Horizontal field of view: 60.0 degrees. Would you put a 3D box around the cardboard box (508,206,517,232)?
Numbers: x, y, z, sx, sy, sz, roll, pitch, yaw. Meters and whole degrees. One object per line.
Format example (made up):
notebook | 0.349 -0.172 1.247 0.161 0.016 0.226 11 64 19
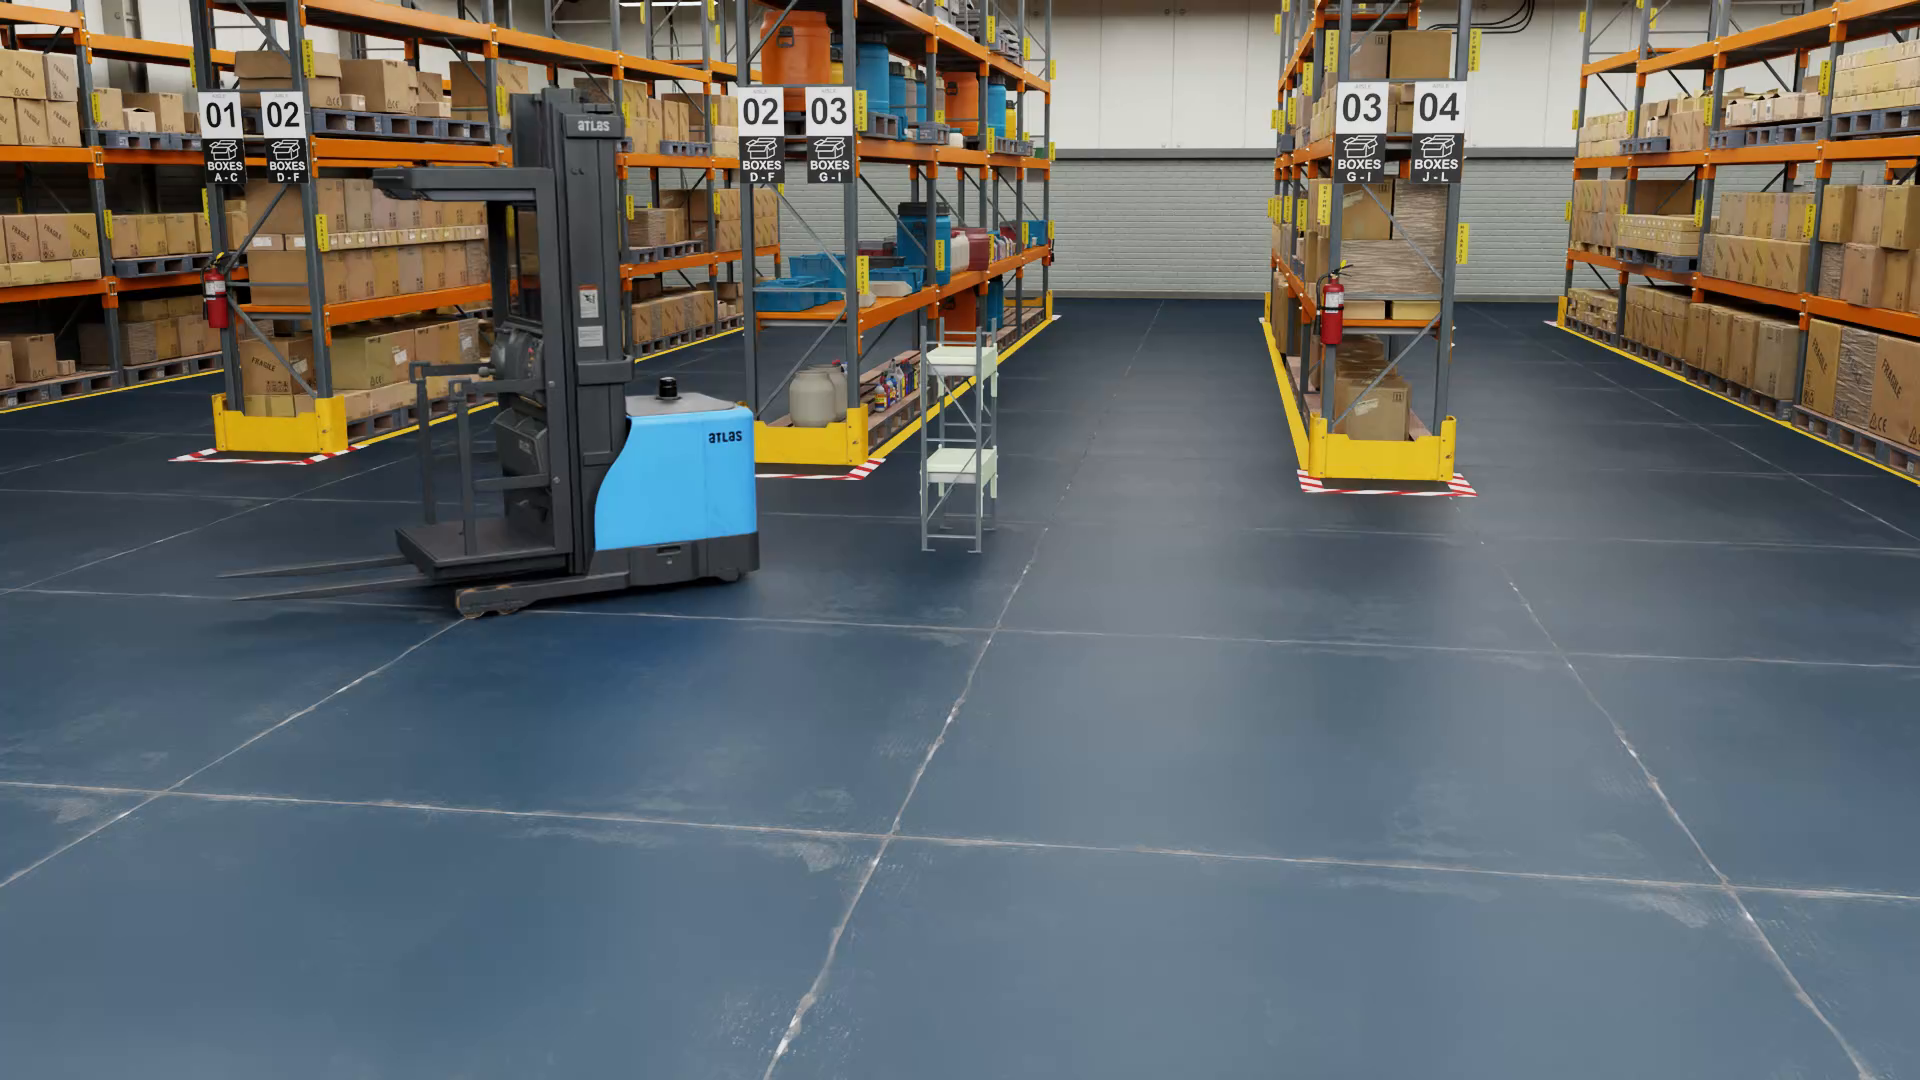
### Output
cardboard box | -8.772 -5.844 30.778 0.980 0.700 0.700 2 12 11

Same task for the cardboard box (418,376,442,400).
cardboard box | -5.735 -1.591 17.287 0.500 0.250 0.500 2 12 9

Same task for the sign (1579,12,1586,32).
sign | 10.329 -8.586 27.570 0.100 0.325 0.005 2 12 9

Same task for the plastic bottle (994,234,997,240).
plastic bottle | 0.510 -4.429 25.041 0.144 0.351 0.185 2 12 9

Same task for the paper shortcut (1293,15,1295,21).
paper shortcut | 4.433 -6.950 22.050 0.009 0.170 0.078 12 -17 6

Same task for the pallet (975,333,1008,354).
pallet | 0.125 -2.873 24.324 1.003 0.211 1.213 2 12 9

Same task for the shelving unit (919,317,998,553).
shelving unit | -0.001 -0.732 11.329 0.431 1.500 0.755 2 12 9

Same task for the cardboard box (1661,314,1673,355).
cardboard box | 9.561 -2.712 21.894 0.500 0.500 0.500 2 12 11

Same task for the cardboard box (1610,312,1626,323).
cardboard box | 9.984 -3.341 24.940 0.380 0.149 0.250 2 12 10

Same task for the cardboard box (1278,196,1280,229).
cardboard box | 5.252 -5.137 26.079 0.500 0.500 0.500 2 12 9

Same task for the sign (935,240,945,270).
sign | -0.218 -3.100 18.101 0.100 0.325 0.005 2 12 9

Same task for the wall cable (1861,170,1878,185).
wall cable | 18.019 -6.629 32.721 0.588 1.984 0.122 2 12 9

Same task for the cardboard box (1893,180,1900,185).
cardboard box | 15.443 -5.791 27.095 0.380 0.149 0.250 2 12 10

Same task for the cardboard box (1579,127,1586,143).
cardboard box | 10.539 -6.693 27.479 0.500 0.250 0.500 2 12 10

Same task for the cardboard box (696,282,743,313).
cardboard box | -4.140 -4.197 28.731 0.797 0.503 0.637 2 12 9

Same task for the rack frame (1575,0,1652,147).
rack frame | 10.865 -8.073 27.595 1.000 3.000 0.127 2 12 9

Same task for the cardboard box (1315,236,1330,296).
cardboard box | 3.589 -2.408 14.601 0.875 0.500 0.500 2 12 9

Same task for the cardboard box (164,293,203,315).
cardboard box | -10.217 -3.123 21.973 0.500 0.250 0.500 2 12 8

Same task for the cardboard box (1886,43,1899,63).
cardboard box | 8.433 -4.300 14.677 0.380 0.149 0.250 2 12 9

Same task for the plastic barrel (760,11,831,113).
plastic barrel | -1.426 -4.139 14.443 0.600 0.830 0.708 2 12 9

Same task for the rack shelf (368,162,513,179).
rack shelf | -9.011 -6.502 29.132 1.077 0.370 4.000 2 12 9

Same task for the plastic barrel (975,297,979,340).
plastic barrel | 0.087 -3.181 23.863 0.600 0.588 0.708 2 12 9

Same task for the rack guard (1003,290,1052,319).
rack guard | 1.076 -4.266 30.103 1.175 0.500 0.348 2 12 9

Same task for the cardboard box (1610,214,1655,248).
cardboard box | 10.045 -4.612 24.831 0.500 0.500 0.500 2 12 9

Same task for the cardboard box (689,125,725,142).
cardboard box | -4.103 -6.542 26.779 0.500 0.250 0.500 2 12 9

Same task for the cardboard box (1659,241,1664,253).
cardboard box | 9.377 -3.832 21.755 0.380 0.149 0.250 2 12 8

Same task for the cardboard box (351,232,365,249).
cardboard box | -5.918 -2.861 15.872 0.380 0.149 0.250 2 12 9

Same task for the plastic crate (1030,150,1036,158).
plastic crate | 1.013 -6.382 27.493 0.437 0.136 0.530 2 12 9

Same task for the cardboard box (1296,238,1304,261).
cardboard box | 4.264 -3.448 19.730 0.500 0.250 0.500 2 12 7

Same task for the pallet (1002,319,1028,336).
pallet | 0.545 -3.441 26.961 1.003 0.211 1.213 2 12 9

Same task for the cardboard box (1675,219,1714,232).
cardboard box | 9.257 -3.965 20.961 0.380 0.149 0.250 1 12 6

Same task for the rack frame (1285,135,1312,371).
rack frame | 4.749 -3.657 21.343 1.000 3.000 0.127 2 12 9

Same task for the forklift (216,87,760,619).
forklift | -2.778 -1.114 9.705 3.031 2.935 1.130 -7 14 -29

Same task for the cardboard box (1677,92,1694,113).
cardboard box | 9.618 -5.726 21.767 0.396 0.266 0.258 2 12 9

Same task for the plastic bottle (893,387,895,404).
plastic bottle | -0.705 -1.479 16.836 0.097 0.201 0.097 0 12 0

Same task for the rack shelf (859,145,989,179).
rack shelf | -0.453 -4.516 19.915 1.077 0.370 4.000 2 12 9

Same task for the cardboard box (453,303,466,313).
cardboard box | -9.022 -4.211 28.851 0.700 0.500 0.500 2 12 8

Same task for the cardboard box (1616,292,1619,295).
cardboard box | 10.922 -3.964 27.127 0.380 0.149 0.250 1 12 6

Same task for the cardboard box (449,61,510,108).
cardboard box | -5.520 -5.238 19.138 0.500 0.500 0.500 2 12 9

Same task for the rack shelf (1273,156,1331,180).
rack shelf | 5.672 -6.021 26.898 1.077 0.370 4.000 2 12 9

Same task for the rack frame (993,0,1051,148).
rack frame | 1.085 -8.416 29.183 1.000 3.000 0.127 2 12 9

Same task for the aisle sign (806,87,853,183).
aisle sign | -1.097 -3.399 13.972 0.394 0.787 0.004 2 12 9

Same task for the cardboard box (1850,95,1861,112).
cardboard box | 8.550 -4.070 15.499 0.380 0.149 0.250 2 12 9

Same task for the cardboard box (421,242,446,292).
cardboard box | -5.872 -2.888 17.537 0.700 0.500 0.500 2 12 9

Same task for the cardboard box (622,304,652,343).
cardboard box | -4.686 -3.057 23.449 0.500 0.500 0.500 2 12 11

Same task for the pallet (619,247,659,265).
pallet | -5.004 -4.028 23.521 1.213 0.211 1.003 2 12 9

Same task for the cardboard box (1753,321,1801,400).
cardboard box | 9.026 -1.880 17.441 1.050 0.750 0.750 2 12 8

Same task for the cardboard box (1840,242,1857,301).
cardboard box | 8.912 -2.524 15.727 0.875 0.550 0.550 2 12 9

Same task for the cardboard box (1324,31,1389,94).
cardboard box | 3.507 -4.228 14.740 0.500 0.500 0.500 2 12 9

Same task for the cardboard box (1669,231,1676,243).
cardboard box | 9.300 -3.876 21.254 0.380 0.149 0.250 2 12 11

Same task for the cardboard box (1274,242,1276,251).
cardboard box | 5.364 -4.816 27.317 0.380 0.149 0.250 2 12 7

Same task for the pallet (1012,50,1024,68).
pallet | 0.373 -7.122 24.577 1.003 0.211 1.213 2 12 9

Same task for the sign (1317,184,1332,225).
sign | 2.973 -2.734 13.563 0.100 0.325 0.005 2 12 9
